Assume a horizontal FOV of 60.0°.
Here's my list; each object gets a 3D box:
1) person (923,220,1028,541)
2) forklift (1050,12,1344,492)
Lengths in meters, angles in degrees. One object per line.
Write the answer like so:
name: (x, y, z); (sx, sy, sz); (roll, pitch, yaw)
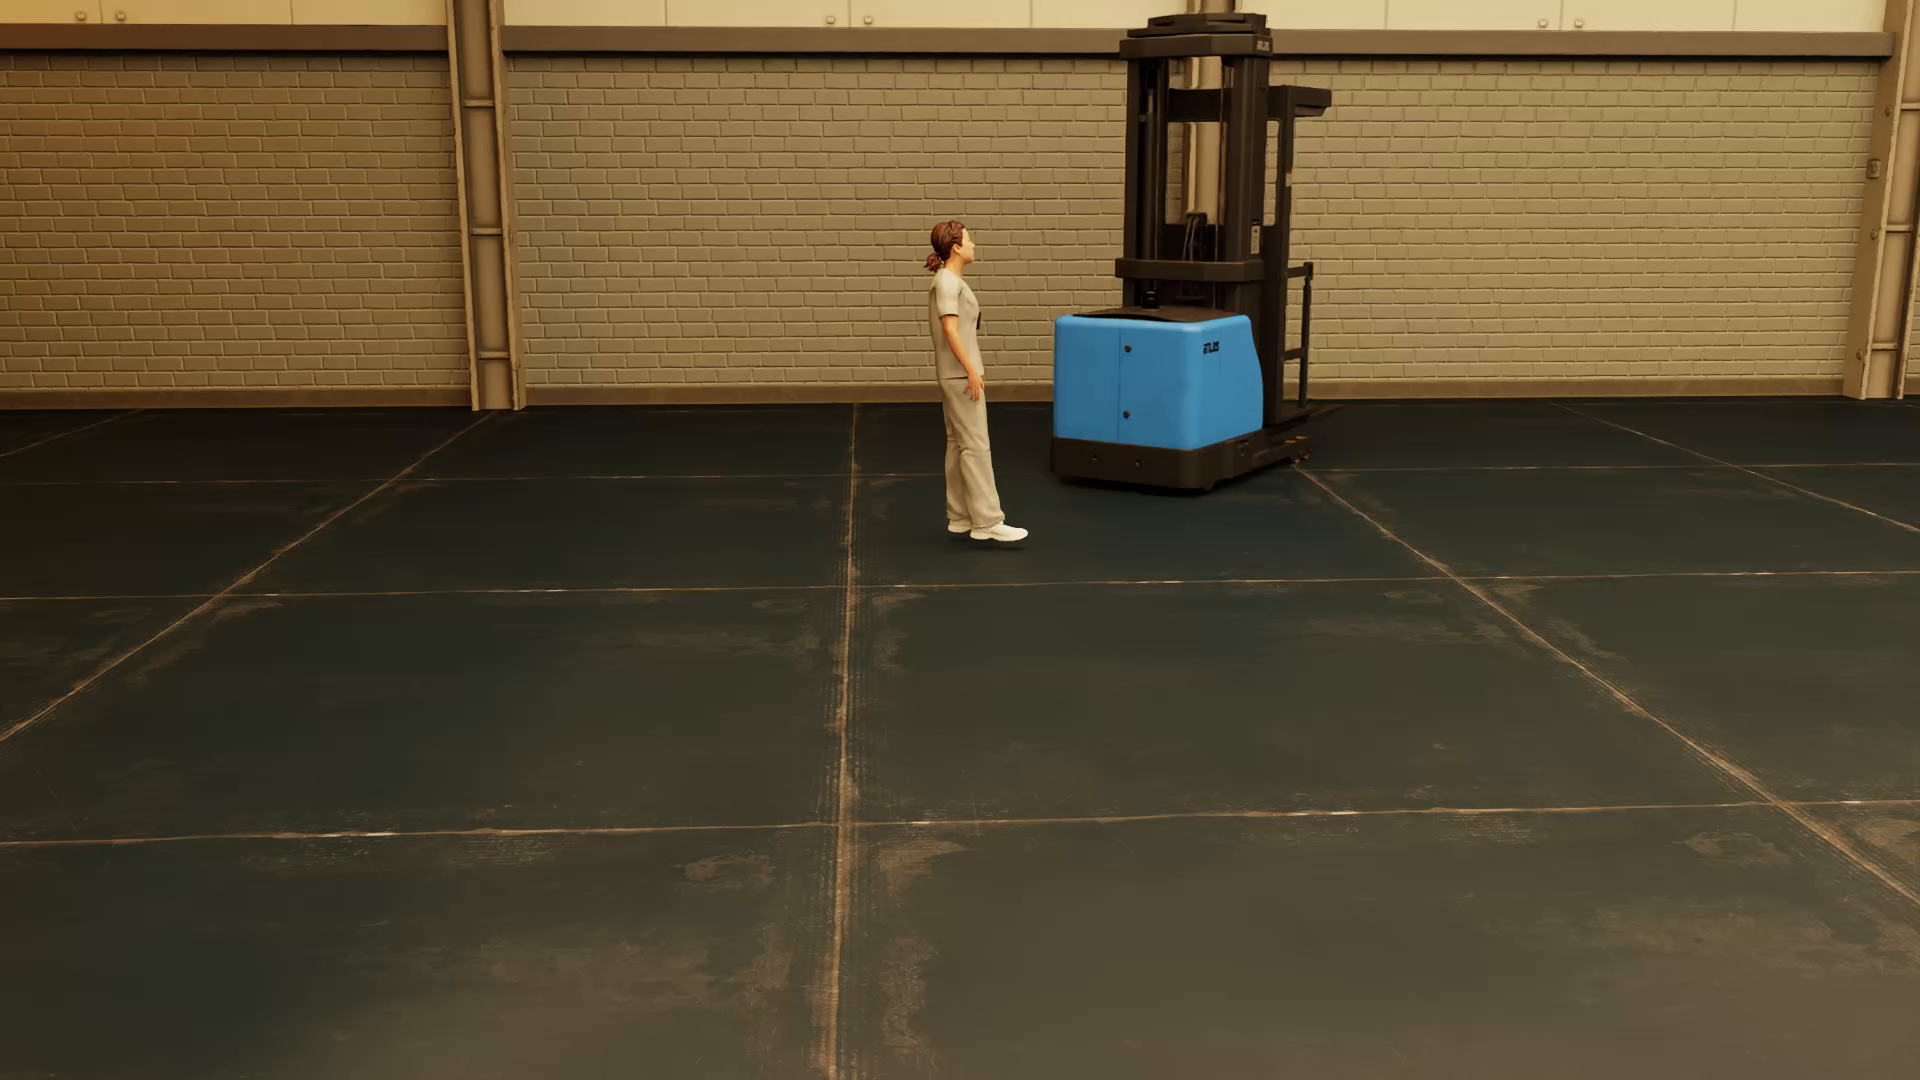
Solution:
person: (0.075, -0.862, 8.900); (0.547, 1.673, 0.550); (-1, 13, -3)
forklift: (1.812, -2.004, 11.330); (1.130, 2.935, 3.031); (8, 15, 33)
